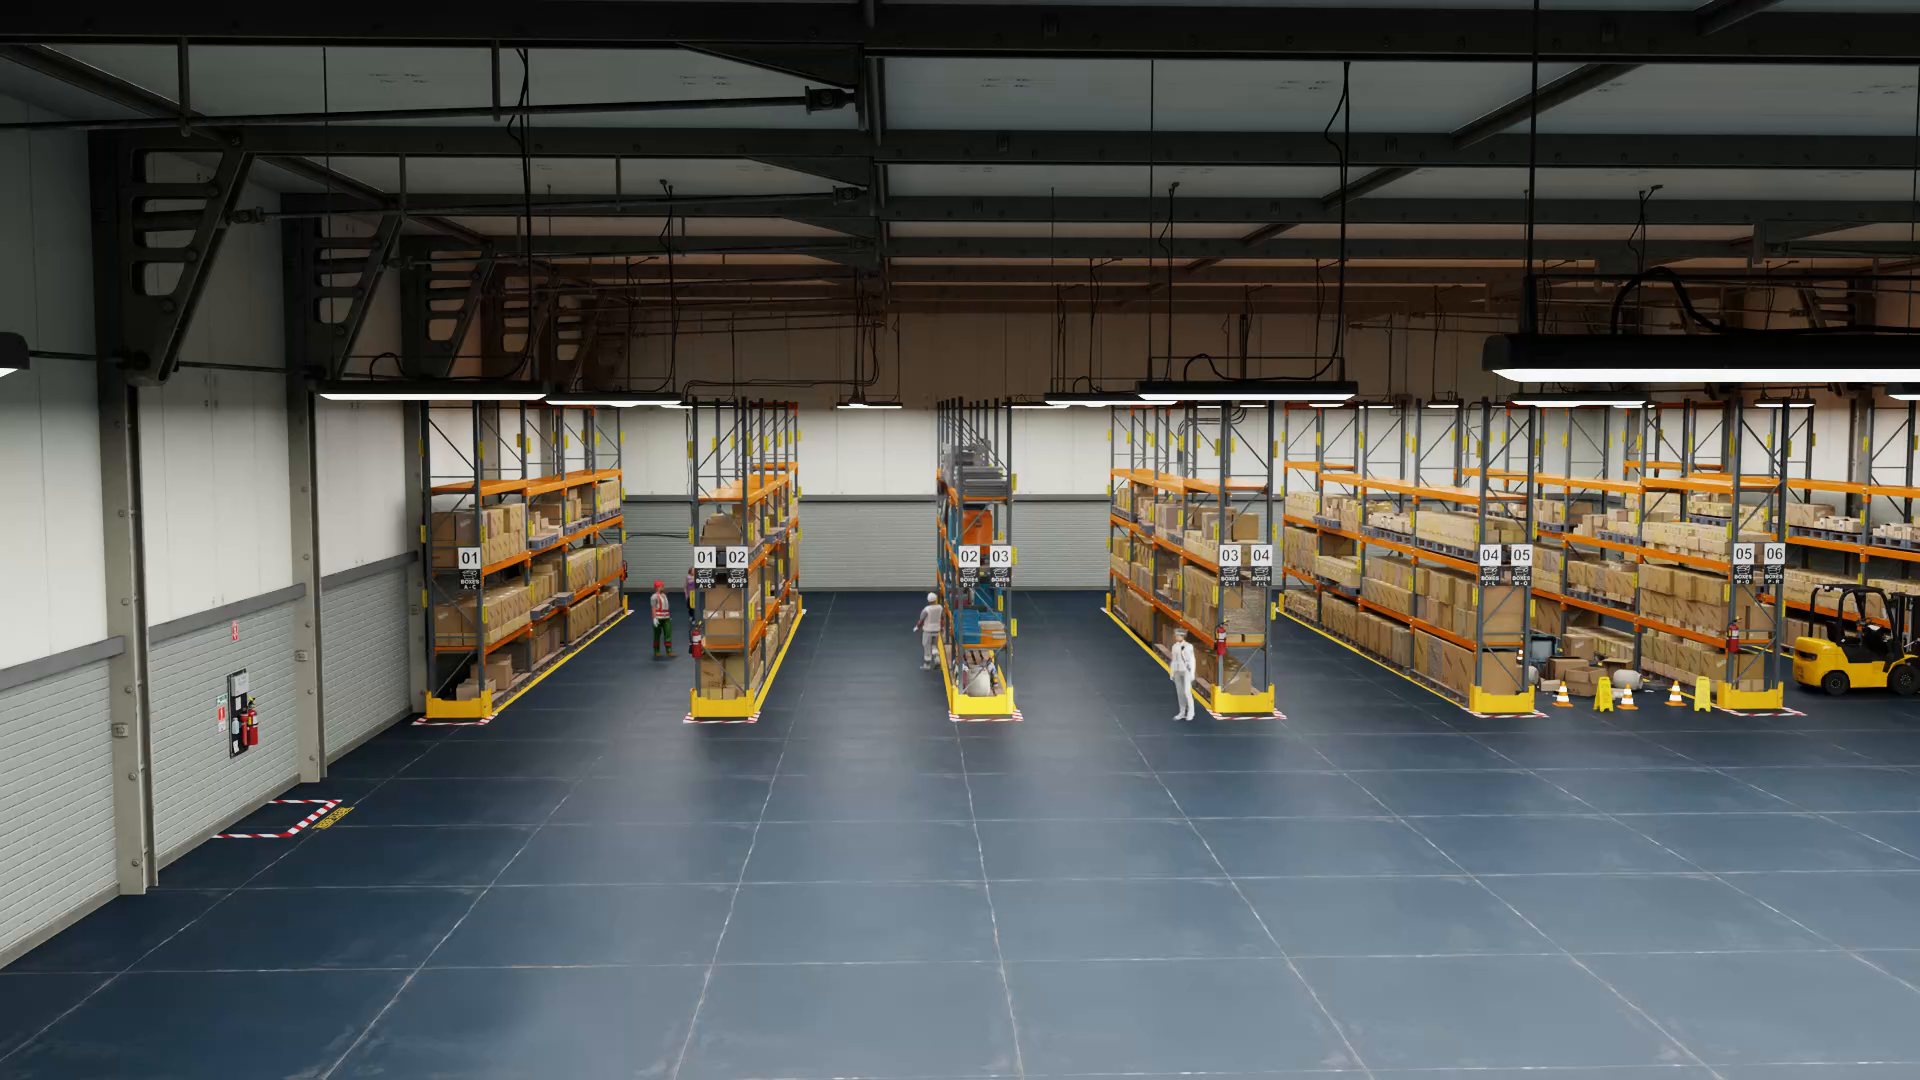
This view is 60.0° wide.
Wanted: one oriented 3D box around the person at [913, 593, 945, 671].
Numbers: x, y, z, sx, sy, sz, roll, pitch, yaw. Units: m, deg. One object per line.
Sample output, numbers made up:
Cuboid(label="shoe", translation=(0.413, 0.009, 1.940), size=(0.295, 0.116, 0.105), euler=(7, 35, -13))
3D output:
Cuboid(label="person", translation=(-0.658, 2.011, 36.545), size=(0.639, 1.756, 0.633), euler=(-3, 5, -36))

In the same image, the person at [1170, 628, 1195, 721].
Cuboid(label="person", translation=(4.130, 2.501, 30.999), size=(0.355, 1.714, 0.529), euler=(-4, 6, -44))

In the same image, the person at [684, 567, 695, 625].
Cuboid(label="person", translation=(-7.201, 1.491, 44.694), size=(0.392, 1.551, 0.865), euler=(0, 4, 0))

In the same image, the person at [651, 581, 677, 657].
Cuboid(label="person", translation=(-6.900, 1.844, 38.741), size=(0.580, 1.789, 0.605), euler=(-4, 6, -42))
